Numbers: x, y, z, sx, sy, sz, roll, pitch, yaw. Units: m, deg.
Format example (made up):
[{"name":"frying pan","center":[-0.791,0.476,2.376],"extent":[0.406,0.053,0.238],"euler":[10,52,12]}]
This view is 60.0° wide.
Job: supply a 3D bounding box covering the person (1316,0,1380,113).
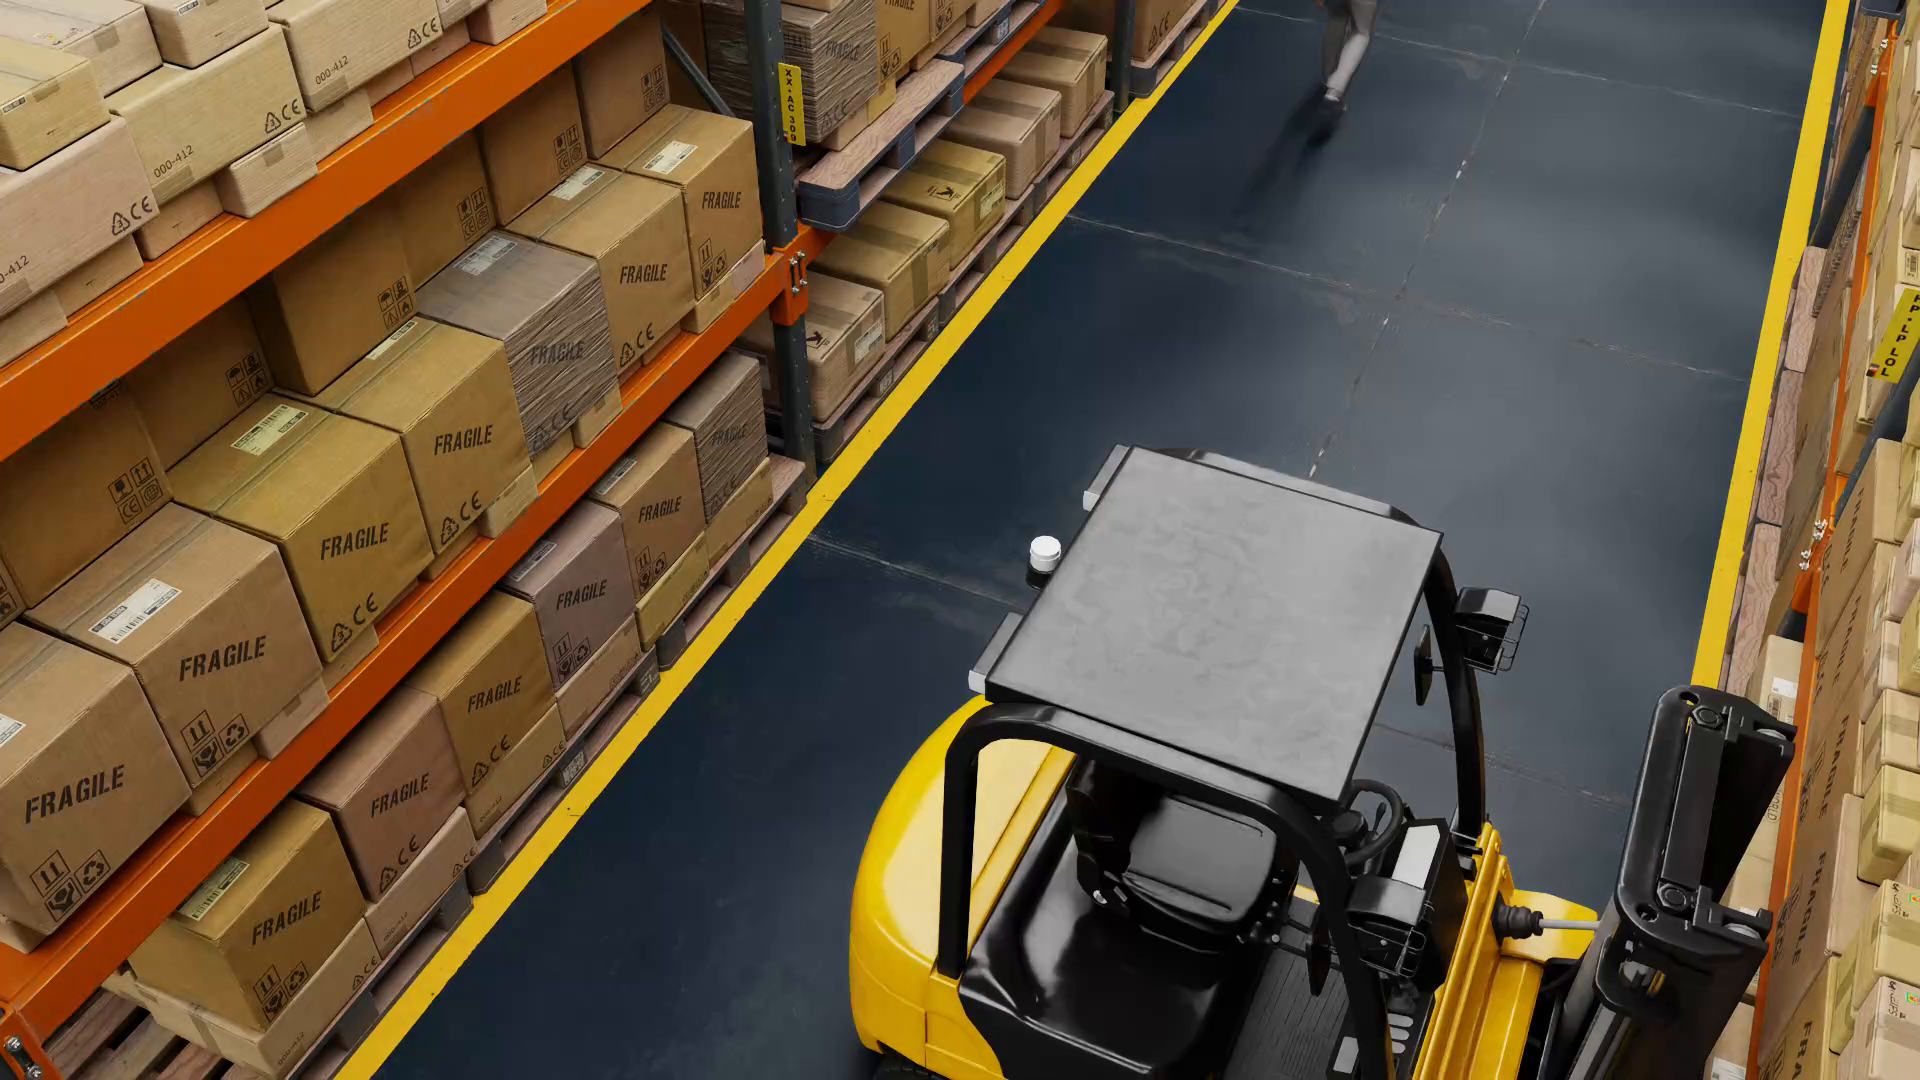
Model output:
[{"name":"person","center":[2.316,-3.360,9.823],"extent":[0.442,1.655,0.862],"euler":[19,46,20]}]
